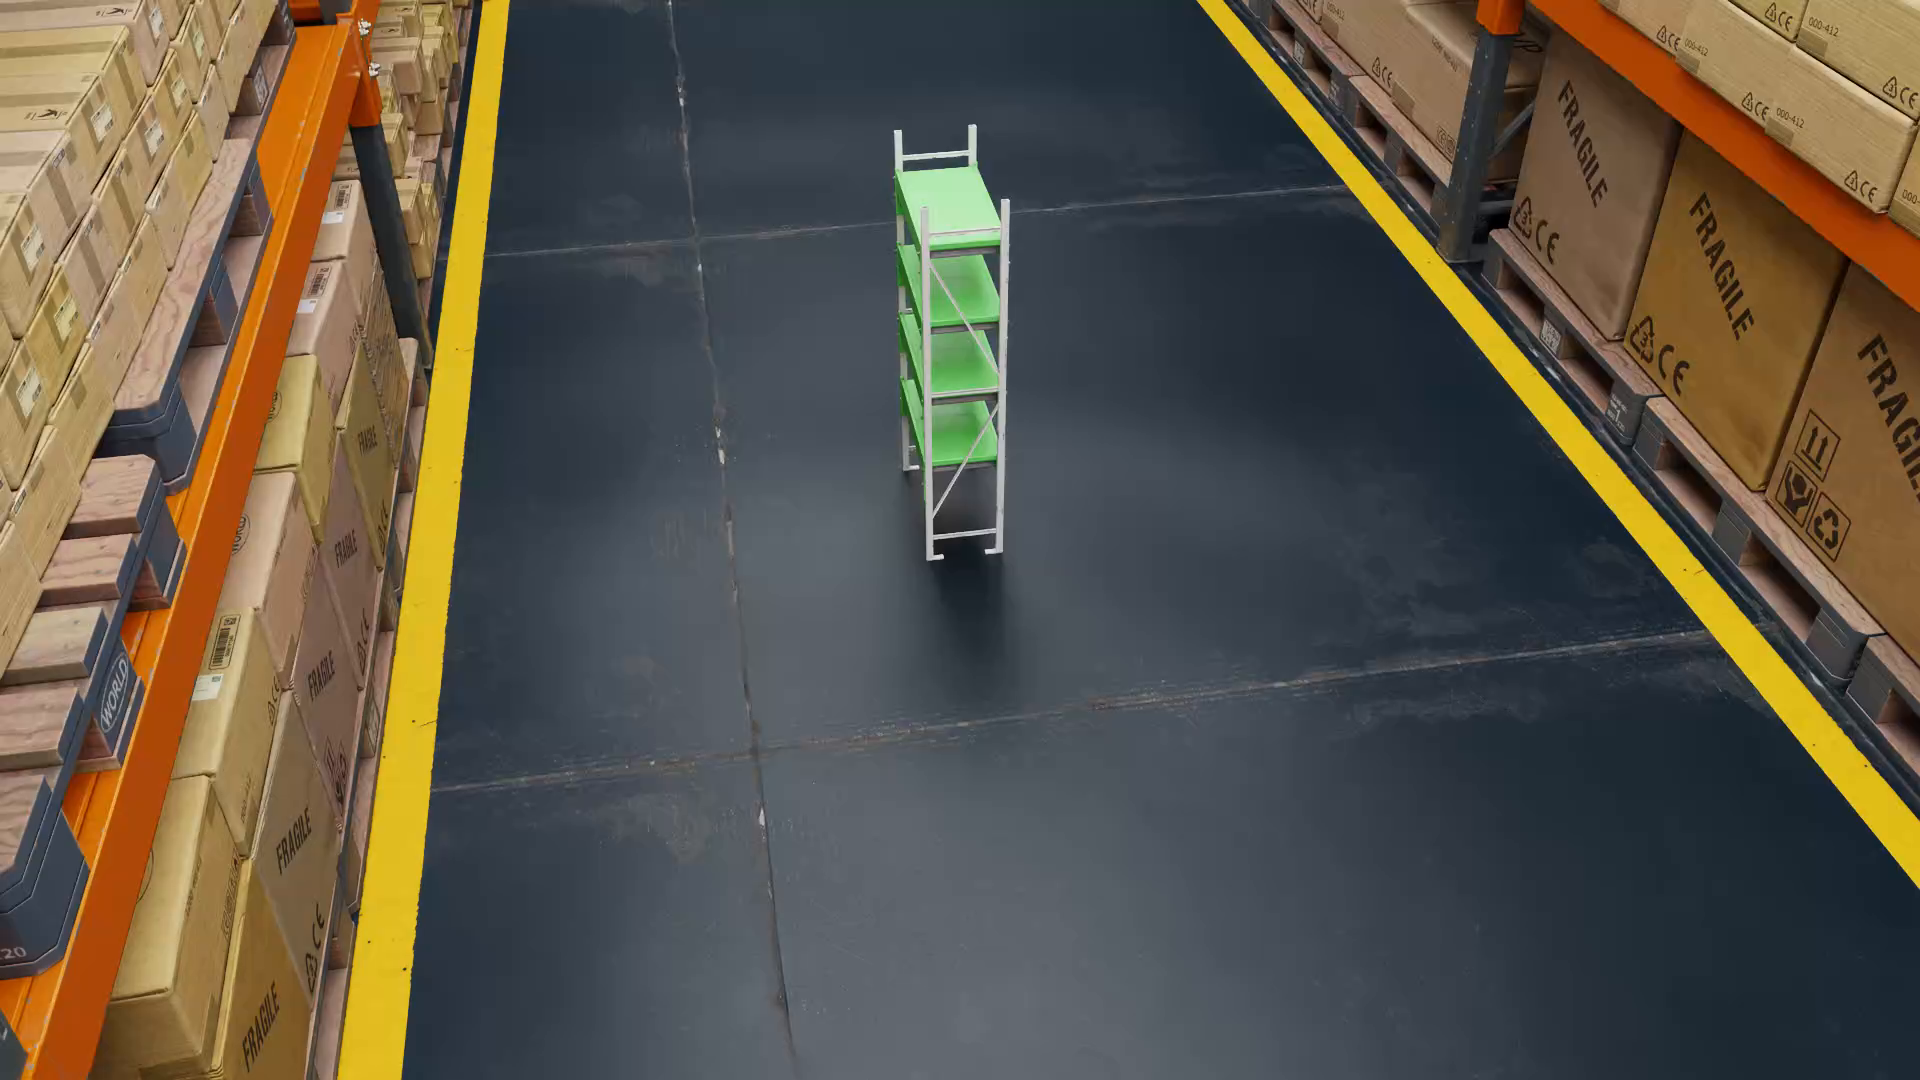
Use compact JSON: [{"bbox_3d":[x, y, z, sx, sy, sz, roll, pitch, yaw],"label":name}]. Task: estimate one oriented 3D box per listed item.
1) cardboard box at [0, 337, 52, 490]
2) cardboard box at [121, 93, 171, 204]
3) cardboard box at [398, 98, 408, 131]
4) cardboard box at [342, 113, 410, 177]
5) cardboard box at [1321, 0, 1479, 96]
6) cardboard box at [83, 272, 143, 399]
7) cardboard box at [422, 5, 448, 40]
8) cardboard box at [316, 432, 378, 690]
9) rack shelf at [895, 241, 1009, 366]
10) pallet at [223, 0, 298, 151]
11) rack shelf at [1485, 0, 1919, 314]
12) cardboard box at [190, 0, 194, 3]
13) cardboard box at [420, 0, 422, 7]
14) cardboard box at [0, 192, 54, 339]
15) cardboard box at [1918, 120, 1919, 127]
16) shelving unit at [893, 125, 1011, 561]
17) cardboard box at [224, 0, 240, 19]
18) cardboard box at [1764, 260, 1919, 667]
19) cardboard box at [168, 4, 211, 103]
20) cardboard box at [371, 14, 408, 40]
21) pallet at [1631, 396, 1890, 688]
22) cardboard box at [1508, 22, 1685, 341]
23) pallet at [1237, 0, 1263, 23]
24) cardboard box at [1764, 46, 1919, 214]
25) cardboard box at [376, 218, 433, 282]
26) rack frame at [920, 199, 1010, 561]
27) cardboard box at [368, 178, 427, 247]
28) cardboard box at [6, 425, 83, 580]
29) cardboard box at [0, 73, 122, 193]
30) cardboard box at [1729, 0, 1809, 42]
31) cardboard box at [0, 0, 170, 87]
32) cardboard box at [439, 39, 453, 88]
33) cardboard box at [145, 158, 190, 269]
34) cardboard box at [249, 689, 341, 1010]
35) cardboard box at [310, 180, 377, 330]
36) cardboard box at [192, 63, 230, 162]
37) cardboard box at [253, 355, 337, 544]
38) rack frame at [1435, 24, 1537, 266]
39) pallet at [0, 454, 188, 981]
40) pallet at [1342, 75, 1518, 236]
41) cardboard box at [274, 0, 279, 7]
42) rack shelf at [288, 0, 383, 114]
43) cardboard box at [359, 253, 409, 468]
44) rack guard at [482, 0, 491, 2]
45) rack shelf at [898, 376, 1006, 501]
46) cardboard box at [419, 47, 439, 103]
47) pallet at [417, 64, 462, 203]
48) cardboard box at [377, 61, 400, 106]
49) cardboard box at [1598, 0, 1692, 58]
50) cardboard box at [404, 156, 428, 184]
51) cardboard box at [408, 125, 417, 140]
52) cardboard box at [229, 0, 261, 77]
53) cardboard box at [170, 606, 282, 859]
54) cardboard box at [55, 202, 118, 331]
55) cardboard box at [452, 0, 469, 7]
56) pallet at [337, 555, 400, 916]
[{"bbox_3d":[-1.707,-0.187,2.666,0.380,0.149,0.250,-7,38,-9],"label":"cardboard box"},{"bbox_3d":[-1.885,-0.803,3.458,0.380,0.149,0.250,-5,38,-6],"label":"cardboard box"},{"bbox_3d":[-2.425,-1.642,6.657,0.380,0.149,0.250,-8,39,-10],"label":"cardboard box"},{"bbox_3d":[-2.268,-1.459,6.179,0.380,0.149,0.250,-4,38,-6],"label":"cardboard box"},{"bbox_3d":[2.273,-2.460,7.717,0.875,0.438,0.875,-7,38,-9],"label":"cardboard box"},{"bbox_3d":[-1.792,-0.372,3.146,0.380,0.149,0.250,-5,38,-6],"label":"cardboard box"},{"bbox_3d":[-2.526,-2.284,7.484,0.380,0.149,0.250,-4,38,-6],"label":"cardboard box"},{"bbox_3d":[-1.868,0.081,4.396,0.500,0.500,0.500,-7,38,-9],"label":"cardboard box"},{"bbox_3d":[-0.029,-0.713,4.903,0.258,0.148,0.480,-6,38,-8],"label":"rack shelf"},{"bbox_3d":[-2.430,-1.228,4.542,1.003,0.211,1.213,-6,38,-8],"label":"pallet"},{"bbox_3d":[2.785,-0.882,4.527,1.077,0.370,4.000,-6,38,-8],"label":"rack shelf"},{"bbox_3d":[-2.021,-1.384,3.964,0.380,0.149,0.250,-6,38,-8],"label":"cardboard box"},{"bbox_3d":[-2.600,-2.388,7.375,0.380,0.149,0.250,-7,38,-9],"label":"cardboard box"},{"bbox_3d":[-1.744,-0.437,2.745,0.380,0.149,0.250,-8,39,-10],"label":"cardboard box"},{"bbox_3d":[2.597,-0.978,3.779,0.500,0.250,0.500,-7,38,-9],"label":"cardboard box"},{"bbox_3d":[-0.029,-0.574,5.011,0.258,1.200,0.503,-6,38,-8],"label":"shelving unit"},{"bbox_3d":[-2.069,-1.437,4.274,0.380,0.149,0.250,-5,38,-6],"label":"cardboard box"},{"bbox_3d":[2.944,-0.250,4.517,0.875,0.875,0.875,-6,38,-7],"label":"cardboard box"},{"bbox_3d":[-1.972,-1.115,3.860,0.380,0.149,0.250,-8,39,-10],"label":"cardboard box"},{"bbox_3d":[-2.522,-2.080,6.978,0.380,0.149,0.250,-8,39,-10],"label":"cardboard box"},{"bbox_3d":[2.861,-0.077,5.177,1.003,0.211,1.213,-6,38,-8],"label":"pallet"},{"bbox_3d":[2.622,-1.335,5.913,0.875,0.875,0.875,-5,38,-7],"label":"cardboard box"},{"bbox_3d":[1.950,-3.214,9.216,1.003,0.211,1.213,-6,38,-8],"label":"pallet"},{"bbox_3d":[2.497,-1.094,4.336,0.500,0.250,0.500,-7,38,-9],"label":"cardboard box"},{"bbox_3d":[-2.169,-1.075,6.171,0.380,0.149,0.250,-8,39,-10],"label":"cardboard box"},{"bbox_3d":[0.014,-0.426,4.821,0.240,1.200,0.015,-6,38,-8],"label":"rack frame"},{"bbox_3d":[-2.170,-1.192,6.078,0.380,0.149,0.250,-5,38,-6],"label":"cardboard box"},{"bbox_3d":[-1.694,-0.048,2.730,0.380,0.149,0.250,-4,38,-6],"label":"cardboard box"},{"bbox_3d":[-1.842,-0.760,3.161,0.380,0.149,0.250,-5,38,-7],"label":"cardboard box"},{"bbox_3d":[2.415,-1.597,4.575,0.500,0.250,0.500,-6,38,-7],"label":"cardboard box"},{"bbox_3d":[-1.931,-1.074,3.564,0.380,0.149,0.250,-8,39,-10],"label":"cardboard box"},{"bbox_3d":[-2.528,-2.166,7.574,0.380,0.149,0.250,-6,38,-7],"label":"cardboard box"},{"bbox_3d":[-1.878,-0.681,3.544,0.380,0.149,0.250,-7,38,-9],"label":"cardboard box"},{"bbox_3d":[-1.684,0.699,3.601,0.500,0.500,0.500,-6,38,-7],"label":"cardboard box"},{"bbox_3d":[-2.042,-0.833,4.961,0.500,0.250,0.500,-7,38,-9],"label":"cardboard box"},{"bbox_3d":[-1.971,-1.002,3.958,0.380,0.149,0.250,-8,39,-10],"label":"cardboard box"},{"bbox_3d":[-1.858,-0.203,4.151,0.500,0.250,0.500,-8,39,-10],"label":"cardboard box"},{"bbox_3d":[2.434,-2.374,5.861,1.000,3.000,0.127,-6,38,-8],"label":"rack frame"},{"bbox_3d":[-1.950,0.292,2.586,1.213,0.211,1.003,-6,38,-8],"label":"pallet"},{"bbox_3d":[2.378,-1.741,7.319,1.003,0.211,1.213,-6,38,-8],"label":"pallet"},{"bbox_3d":[-2.157,-1.629,4.764,0.380,0.149,0.250,-7,38,-9],"label":"cardboard box"},{"bbox_3d":[-2.772,-2.705,6.873,1.077,0.370,4.000,-6,38,-8],"label":"rack shelf"},{"bbox_3d":[-2.043,-0.540,5.195,0.500,0.500,0.500,-7,38,-9],"label":"cardboard box"},{"bbox_3d":[-3.109,-3.164,8.915,1.175,0.500,0.348,-6,38,-8],"label":"rack guard"},{"bbox_3d":[-0.029,-0.334,5.197,0.258,0.148,0.480,-6,38,-8],"label":"rack shelf"},{"bbox_3d":[-2.432,-1.969,7.079,0.380,0.149,0.250,-7,38,-8],"label":"cardboard box"},{"bbox_3d":[-2.791,-1.820,7.420,1.003,0.211,1.213,-6,38,-8],"label":"pallet"},{"bbox_3d":[-2.429,-1.761,6.569,0.380,0.149,0.250,-7,38,-9],"label":"cardboard box"},{"bbox_3d":[2.344,-1.708,5.126,0.500,0.250,0.500,-7,38,-9],"label":"cardboard box"},{"bbox_3d":[-2.310,-1.381,6.564,0.380,0.149,0.250,-6,38,-8],"label":"cardboard box"},{"bbox_3d":[-2.485,-1.687,6.958,0.380,0.149,0.250,-8,39,-10],"label":"cardboard box"},{"bbox_3d":[-2.069,-1.321,4.368,0.380,0.149,0.250,-6,38,-8],"label":"cardboard box"},{"bbox_3d":[-1.691,0.412,3.359,0.500,0.250,0.500,-7,38,-9],"label":"cardboard box"},{"bbox_3d":[-1.794,-0.490,3.055,0.380,0.149,0.250,-6,38,-8],"label":"cardboard box"},{"bbox_3d":[-2.680,-2.797,8.387,0.380,0.149,0.250,-5,38,-7],"label":"cardboard box"},{"bbox_3d":[-2.066,0.529,4.397,1.003,0.211,1.213,-6,38,-8],"label":"pallet"}]
